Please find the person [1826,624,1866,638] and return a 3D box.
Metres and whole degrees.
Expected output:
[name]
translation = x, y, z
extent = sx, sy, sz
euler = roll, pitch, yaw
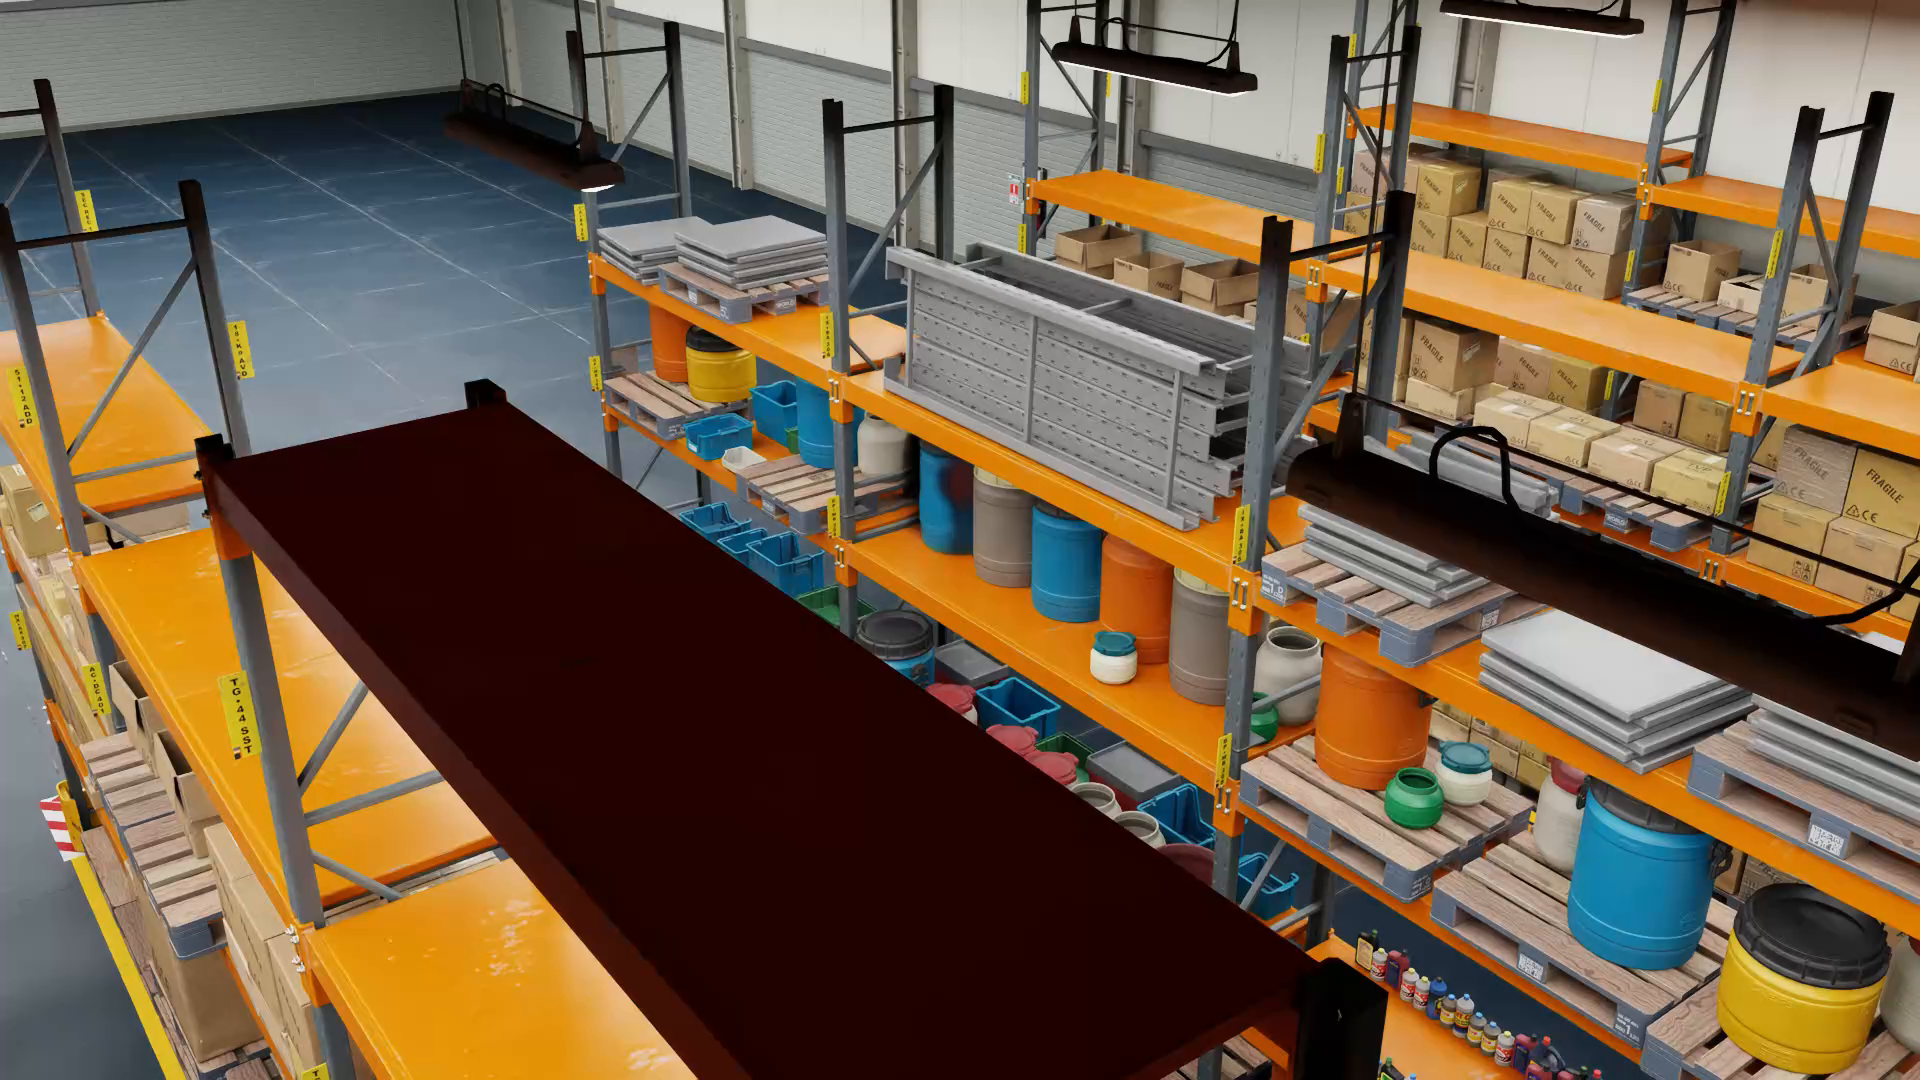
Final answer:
[person]
translation = 7.822, 1.023, 14.719
extent = 0.741, 1.738, 0.639
euler = 16, 29, 31
